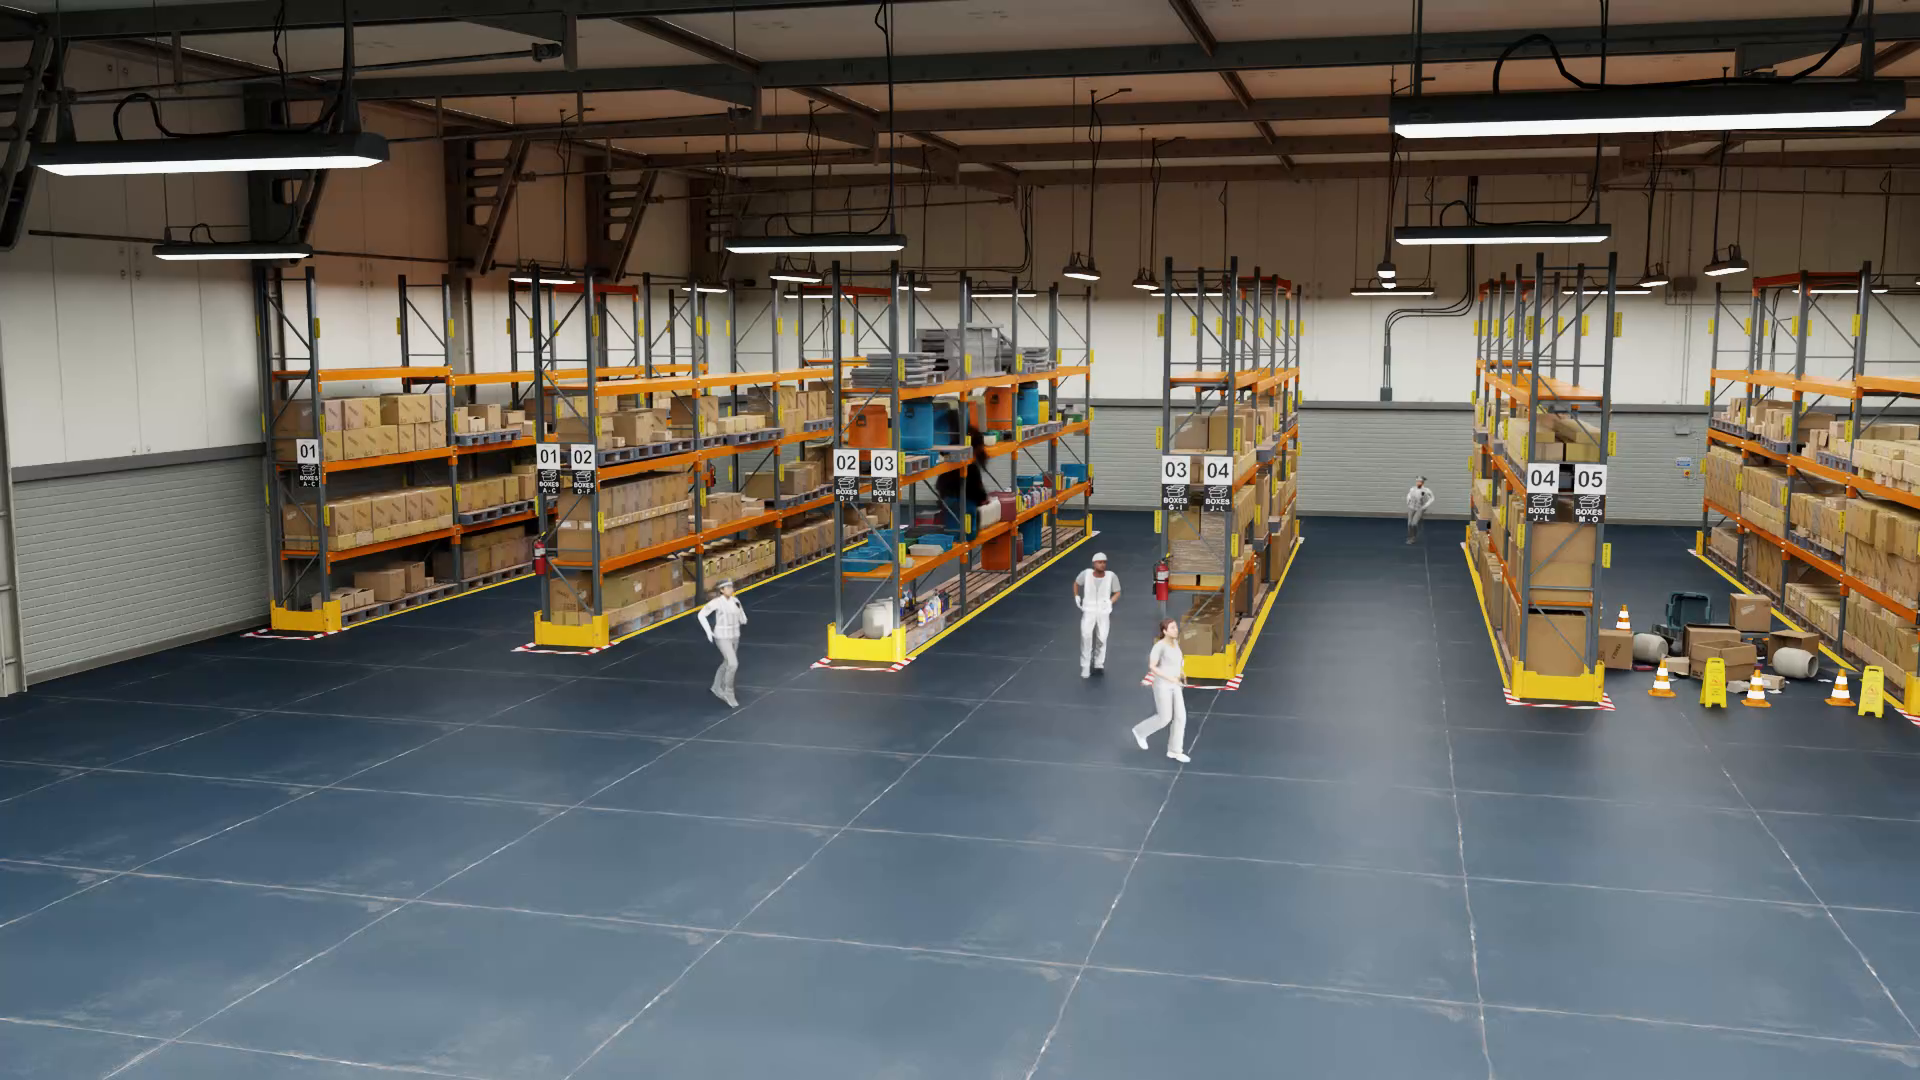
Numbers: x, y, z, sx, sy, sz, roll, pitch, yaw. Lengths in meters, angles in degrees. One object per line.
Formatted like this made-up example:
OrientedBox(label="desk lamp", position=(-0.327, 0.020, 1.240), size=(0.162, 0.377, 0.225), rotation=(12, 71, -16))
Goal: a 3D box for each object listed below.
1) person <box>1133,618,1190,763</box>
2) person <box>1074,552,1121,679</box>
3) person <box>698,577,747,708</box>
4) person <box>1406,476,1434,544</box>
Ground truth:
OrientedBox(label="person", position=(2.394, 1.728, 19.471), size=(0.771, 1.668, 0.590), rotation=(7, 10, 43))
OrientedBox(label="person", position=(1.994, 1.076, 24.145), size=(0.691, 1.816, 0.725), rotation=(0, 7, 4))
OrientedBox(label="person", position=(-3.119, 1.353, 22.245), size=(0.740, 1.749, 0.578), rotation=(6, 9, 37))
OrientedBox(label="person", position=(10.620, -0.697, 38.615), size=(0.606, 1.626, 0.613), rotation=(-7, 10, -43))
